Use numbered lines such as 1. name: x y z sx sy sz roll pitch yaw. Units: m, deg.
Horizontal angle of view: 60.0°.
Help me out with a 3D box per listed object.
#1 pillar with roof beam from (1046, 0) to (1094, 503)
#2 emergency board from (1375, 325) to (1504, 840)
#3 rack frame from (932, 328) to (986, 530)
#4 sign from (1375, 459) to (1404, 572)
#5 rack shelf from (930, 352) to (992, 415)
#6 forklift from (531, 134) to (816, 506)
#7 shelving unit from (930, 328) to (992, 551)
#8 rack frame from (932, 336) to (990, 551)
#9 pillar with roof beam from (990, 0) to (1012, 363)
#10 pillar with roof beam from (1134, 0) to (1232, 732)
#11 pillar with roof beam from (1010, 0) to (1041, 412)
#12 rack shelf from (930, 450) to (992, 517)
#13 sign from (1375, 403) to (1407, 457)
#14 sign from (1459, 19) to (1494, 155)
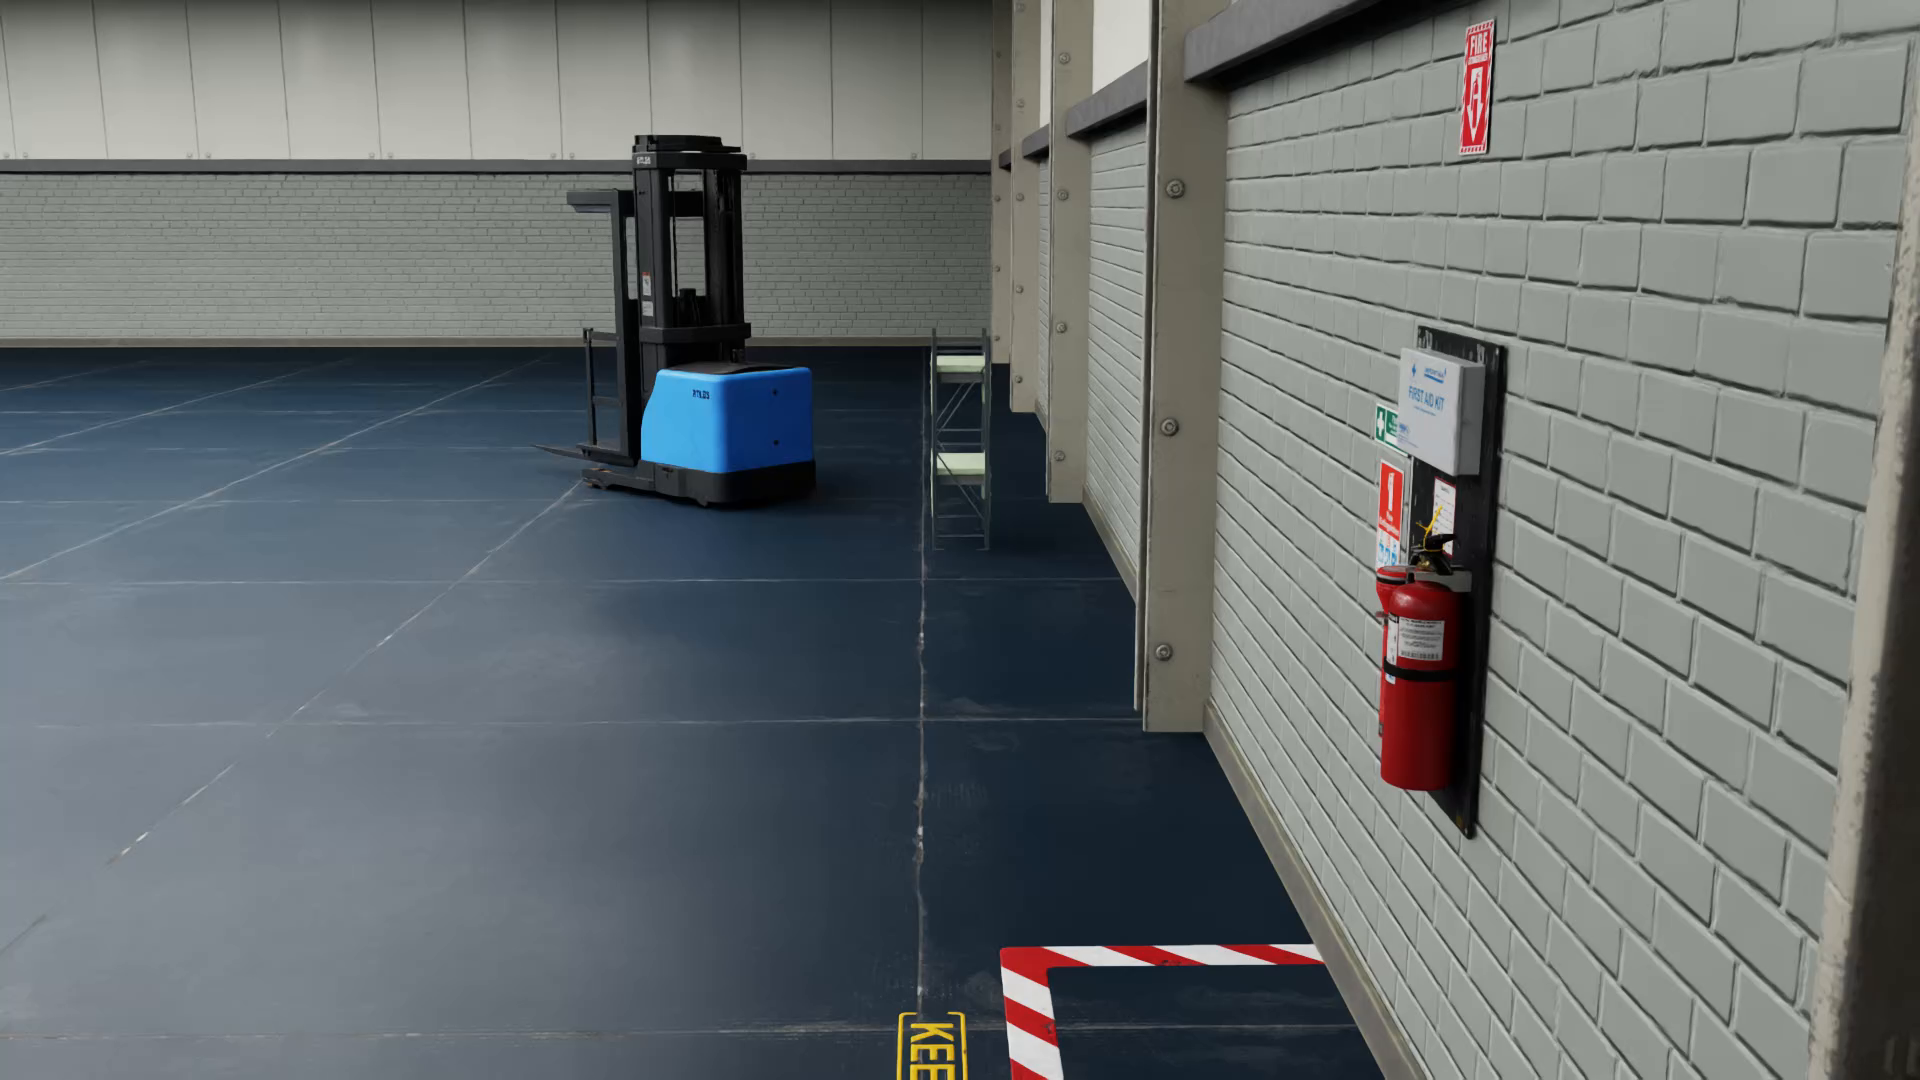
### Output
1. pillar with roof beam: -3.426 -4.738 12.780 9.100 9.000 0.400 0 11 -1
2. emergency board: 1.113 0.078 4.128 0.194 1.169 0.643 0 11 -1
3. rack frame: -0.008 -0.809 12.275 0.400 1.500 0.023 0 11 -1
4. sign: 1.205 -0.049 4.669 0.001 0.329 0.234 0 11 -1
5. rack shelf: 0.000 -1.119 11.839 0.431 0.370 0.720 0 11 -1
6. forklift: -2.613 -1.933 14.215 3.031 2.935 1.130 11 16 43
7. shelving unit: 0.000 -0.736 11.917 0.431 1.500 0.755 0 11 -1
8. rack frame: 0.007 -0.664 11.558 0.400 1.500 0.023 0 11 -1
9. pillar with roof beam: -3.674 -7.123 24.538 9.100 9.000 0.400 0 11 -1
10. pillar with roof beam: -3.302 -3.545 6.901 9.100 9.000 0.400 0 11 -1
11. pillar with roof beam: -3.550 -5.931 18.659 9.100 9.000 0.400 0 11 -1
12. rack shelf: 0.000 -0.417 11.981 0.431 0.370 0.720 0 11 -1
13. sign: 1.196 -0.308 4.611 0.001 0.109 0.331 0 11 -1
14. sign: 1.213 -1.060 3.908 0.001 0.298 0.199 0 11 -1
